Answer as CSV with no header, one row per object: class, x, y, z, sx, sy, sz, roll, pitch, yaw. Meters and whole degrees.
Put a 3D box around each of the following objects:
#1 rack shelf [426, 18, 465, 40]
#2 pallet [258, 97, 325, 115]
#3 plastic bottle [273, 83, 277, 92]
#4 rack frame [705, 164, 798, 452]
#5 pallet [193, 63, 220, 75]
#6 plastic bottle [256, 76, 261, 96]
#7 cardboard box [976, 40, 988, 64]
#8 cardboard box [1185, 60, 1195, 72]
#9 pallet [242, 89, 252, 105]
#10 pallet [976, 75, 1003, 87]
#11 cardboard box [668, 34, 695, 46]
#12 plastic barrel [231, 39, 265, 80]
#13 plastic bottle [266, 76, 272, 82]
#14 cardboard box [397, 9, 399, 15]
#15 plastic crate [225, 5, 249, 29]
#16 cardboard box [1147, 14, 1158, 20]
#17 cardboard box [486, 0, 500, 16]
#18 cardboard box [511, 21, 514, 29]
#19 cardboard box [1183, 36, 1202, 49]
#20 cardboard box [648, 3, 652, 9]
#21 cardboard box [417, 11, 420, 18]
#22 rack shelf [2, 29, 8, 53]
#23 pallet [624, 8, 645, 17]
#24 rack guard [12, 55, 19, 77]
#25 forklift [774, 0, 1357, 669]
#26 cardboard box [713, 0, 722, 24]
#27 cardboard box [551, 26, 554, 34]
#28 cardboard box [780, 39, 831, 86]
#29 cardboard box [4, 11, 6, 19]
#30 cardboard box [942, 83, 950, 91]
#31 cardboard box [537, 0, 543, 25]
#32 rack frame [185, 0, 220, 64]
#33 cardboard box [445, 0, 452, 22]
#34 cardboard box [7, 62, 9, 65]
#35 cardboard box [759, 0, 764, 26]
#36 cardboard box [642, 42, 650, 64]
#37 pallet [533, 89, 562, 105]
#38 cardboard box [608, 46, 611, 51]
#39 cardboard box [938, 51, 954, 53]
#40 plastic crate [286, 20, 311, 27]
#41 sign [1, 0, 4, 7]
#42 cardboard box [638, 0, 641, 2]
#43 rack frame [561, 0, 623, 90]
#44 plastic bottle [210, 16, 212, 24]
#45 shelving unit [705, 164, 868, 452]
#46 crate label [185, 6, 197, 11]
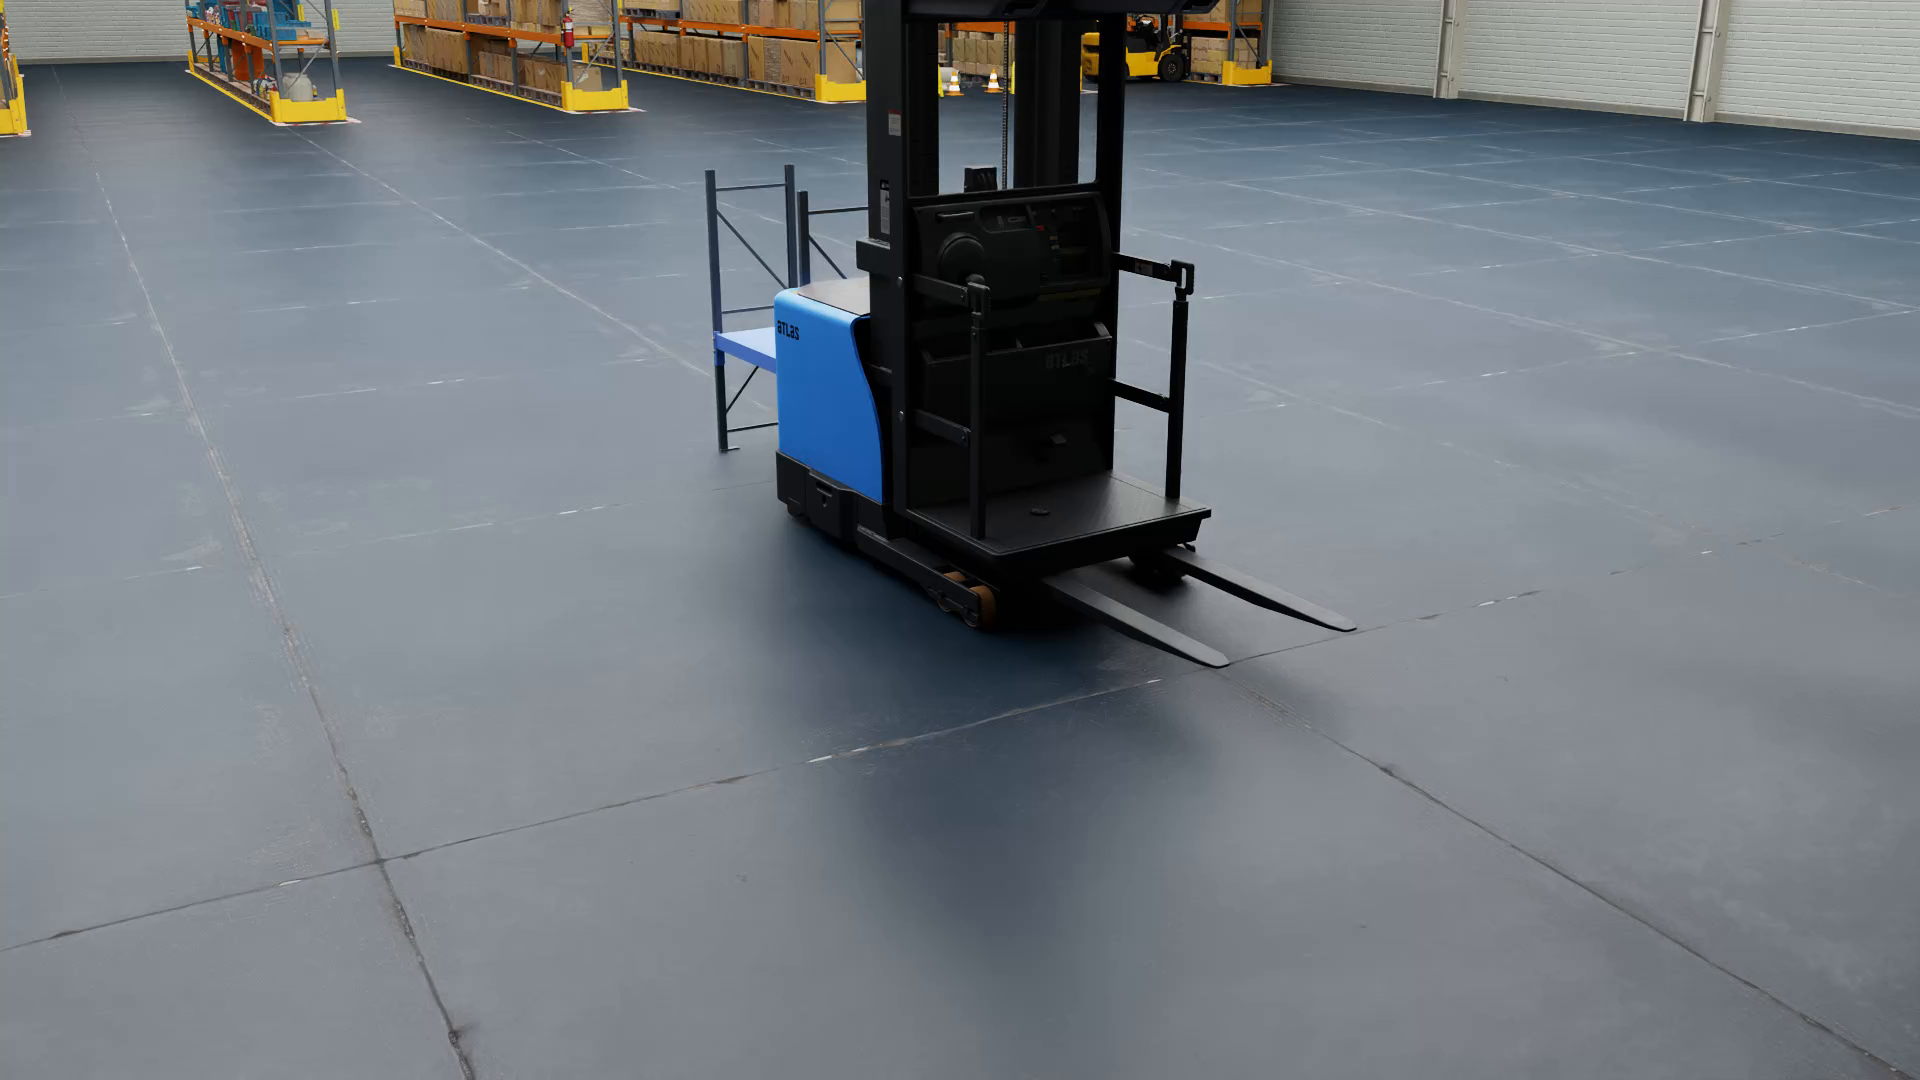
rack shelf,-11.428,-11.876,38.553,1.077,0.370,4.000,-10,21,-27
pallet,-12.072,-7.858,30.082,1.003,0.211,1.213,-10,21,-27
plastic bottle,-12.298,-8.055,29.865,0.061,0.283,0.133,-10,21,-27
rack frame,-1.095,-1.237,8.916,0.500,1.500,0.032,-12,22,-31
pallet,-18.278,-11.610,40.955,1.003,0.211,1.213,-10,21,-27
plastic bottle,-12.919,-8.386,30.723,0.144,0.351,0.185,-9,21,-25
cardboard box,0.695,-10.770,36.666,0.500,0.500,0.500,-9,21,-24
cardboard box,5.450,-10.924,38.263,0.500,0.250,0.500,-10,21,-26
pallet,-13.345,-8.628,32.311,1.003,0.211,1.213,-10,21,-27
pallet,1.076,-10.173,36.788,1.003,0.211,1.213,-10,21,-27
cardboard box,-6.620,-11.908,39.582,0.500,0.250,0.500,-11,22,-28
plastic barrel,-15.084,-10.185,35.233,0.600,0.830,0.708,-10,21,-27
plastic bottle,-12.793,-8.409,30.788,0.144,0.351,0.185,-10,21,-27
cardboard box,-14.276,-13.593,42.812,0.380,0.149,0.250,-10,22,-27
plastic crate,-14.339,-10.394,33.056,0.402,0.464,0.583,-10,21,-27
cardboard box,4.752,-12.531,39.195,0.500,0.500,0.500,-10,21,-26
cardboard box,-9.483,-11.224,34.759,0.797,0.503,0.637,-8,20,-21
cardboard box,-8.741,-10.267,33.171,0.380,0.149,0.250,-10,21,-27
cardboard box,5.420,-11.395,38.093,0.500,0.250,0.500,-10,21,-26
cardboard box,-7.308,-12.900,40.160,0.380,0.149,0.250,-9,21,-25
cardboard box,-13.055,-12.856,40.674,0.380,0.149,0.250,-10,22,-28
rack shelf,-18.248,-9.194,30.781,1.077,0.370,4.000,-10,21,-27
pallet,-7.730,-13.197,41.572,1.003,0.211,1.213,-10,21,-27
rack guard,-22.961,-11.202,39.328,1.175,0.500,0.348,-10,21,-27
forklift,0.341,-1.213,6.652,1.130,2.935,3.031,-12,22,-31
cardboard box,-5.129,-11.679,36.725,0.500,0.500,0.500,-10,21,-26
cardboard box,-7.384,-9.486,30.910,0.380,0.149,0.250,-10,21,-27
cardboard box,-3.066,-9.716,33.802,0.875,0.875,0.875,-10,22,-28
cardboard box,-22.295,-12.218,38.286,0.500,0.500,0.500,-10,21,-26
cardboard box,-0.358,-9.596,35.213,0.380,0.149,0.250,1,19,2
cardboard box,-7.459,-9.971,31.319,0.875,0.500,0.500,-10,21,-27
rack frame,-18.636,-13.171,41.204,1.000,3.000,0.127,-10,21,-27
cardboard box,-11.412,-12.085,37.902,0.500,0.500,0.500,-11,22,-28
cardboard box,-18.243,-8.867,31.440,0.500,0.311,0.500,-10,21,-27
cardboard box,-3.699,-11.045,34.813,0.875,0.550,0.550,-10,21,-27
cardboard box,-7.594,-12.142,41.408,0.500,0.500,0.500,-9,21,-24
pallet,-7.645,-8.638,32.340,1.003,0.211,1.213,-10,21,-27
cardboard box,-9.165,-13.112,44.302,0.380,0.149,0.250,-9,21,-24
cardboard box,-0.453,-11.341,39.284,0.950,0.372,0.625,-9,21,-23
plastic crate,-12.173,-9.381,30.446,0.499,0.251,0.616,-10,21,-27
sign,-16.811,-9.493,29.096,0.100,0.325,0.005,-10,21,-27
cardboard box,-7.680,-13.266,40.763,0.380,0.149,0.250,-9,21,-24
rack frame,-6.679,-9.345,30.116,1.000,3.000,0.127,-10,21,-27
plastic bottle,-16.381,-11.434,36.473,0.097,0.201,0.097,0,19,0
shelving unit,-0.819,-1.097,8.512,0.538,1.500,1.048,-12,22,-31
crate label,-18.808,-12.999,40.868,0.416,0.233,0.303,-10,21,-27
